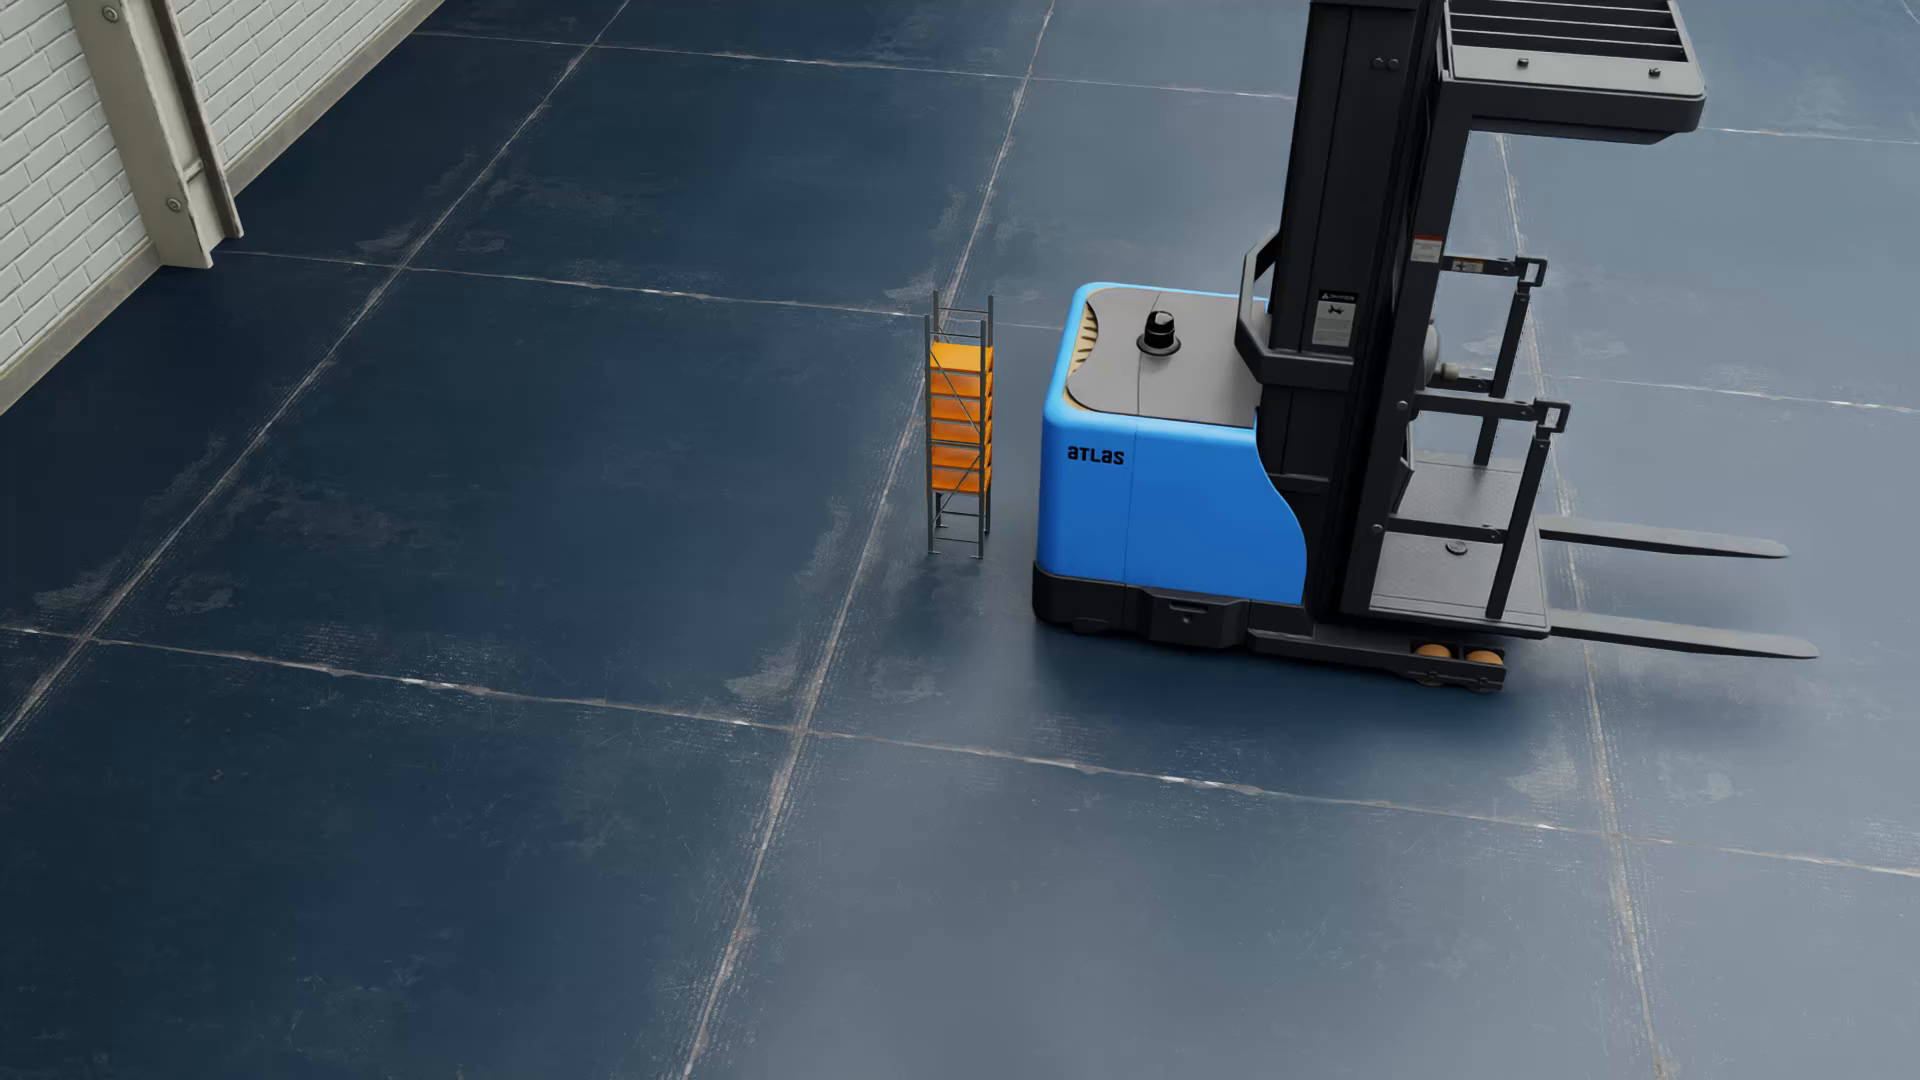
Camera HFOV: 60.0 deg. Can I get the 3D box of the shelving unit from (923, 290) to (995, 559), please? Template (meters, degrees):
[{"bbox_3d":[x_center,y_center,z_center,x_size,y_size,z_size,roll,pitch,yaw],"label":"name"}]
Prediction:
[{"bbox_3d":[-0.002,-0.453,6.857,0.258,1.200,0.189,6,40,8],"label":"shelving unit"}]

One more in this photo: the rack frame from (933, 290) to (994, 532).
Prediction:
[{"bbox_3d":[0.013,-0.511,6.926,0.240,1.200,0.006,6,40,8],"label":"rack frame"}]

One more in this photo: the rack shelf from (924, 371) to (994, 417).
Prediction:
[{"bbox_3d":[-0.002,-0.604,6.732,0.258,0.103,0.180,6,40,8],"label":"rack shelf"}]

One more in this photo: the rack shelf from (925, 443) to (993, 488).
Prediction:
[{"bbox_3d":[-0.003,-0.327,6.961,0.258,0.103,0.180,6,40,8],"label":"rack shelf"}]

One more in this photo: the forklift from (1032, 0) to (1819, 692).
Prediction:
[{"bbox_3d":[1.863,-0.902,6.041,3.031,2.935,1.130,7,40,8],"label":"forklift"}]

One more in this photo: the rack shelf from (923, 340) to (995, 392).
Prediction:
[{"bbox_3d":[-0.002,-0.697,6.656,0.258,0.103,0.180,6,40,8],"label":"rack shelf"}]

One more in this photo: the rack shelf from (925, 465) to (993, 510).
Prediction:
[{"bbox_3d":[-0.003,-0.234,7.038,0.258,0.103,0.180,6,40,8],"label":"rack shelf"}]

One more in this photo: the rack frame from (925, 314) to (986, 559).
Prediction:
[{"bbox_3d":[-0.018,-0.396,6.787,0.240,1.200,0.006,6,40,8],"label":"rack frame"}]

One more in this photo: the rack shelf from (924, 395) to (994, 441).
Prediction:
[{"bbox_3d":[-0.002,-0.512,6.809,0.258,0.103,0.180,6,40,8],"label":"rack shelf"}]

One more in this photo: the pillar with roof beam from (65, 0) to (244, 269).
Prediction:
[{"bbox_3d":[0.041,-4.607,5.760,9.100,9.000,0.400,6,40,8],"label":"pillar with roof beam"}]

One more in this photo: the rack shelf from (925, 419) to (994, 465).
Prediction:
[{"bbox_3d":[-0.002,-0.419,6.885,0.258,0.103,0.180,6,40,8],"label":"rack shelf"}]
